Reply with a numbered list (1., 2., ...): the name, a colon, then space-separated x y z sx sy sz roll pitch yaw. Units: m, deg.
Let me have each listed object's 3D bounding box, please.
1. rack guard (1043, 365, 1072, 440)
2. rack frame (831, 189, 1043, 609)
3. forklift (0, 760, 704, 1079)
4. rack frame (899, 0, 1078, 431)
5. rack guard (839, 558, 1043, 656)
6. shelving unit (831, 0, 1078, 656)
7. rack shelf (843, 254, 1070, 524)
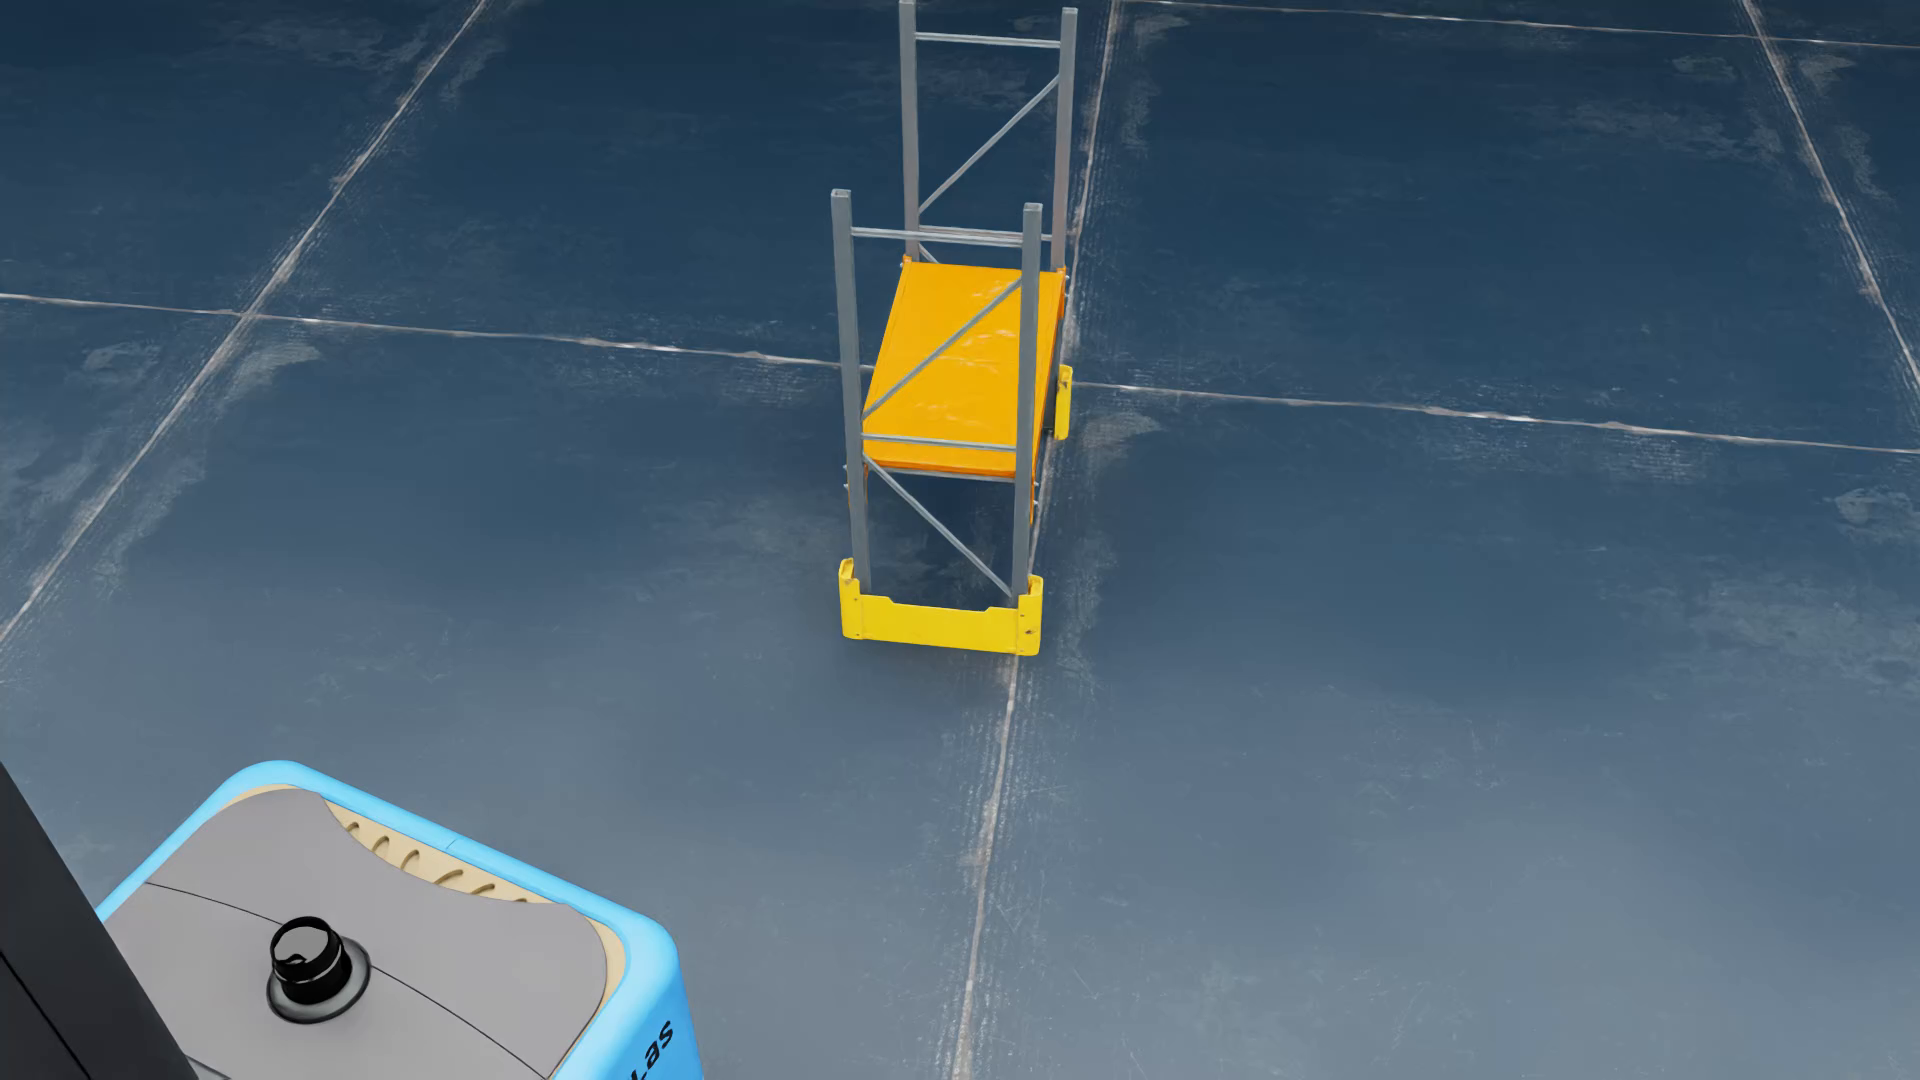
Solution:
1. rack guard: 0.076 -0.482 5.577 0.587 0.250 0.087 5 44 6
2. rack frame: -0.056 -0.256 4.430 0.500 1.500 0.032 5 44 6
3. forklift: -1.584 1.182 1.870 1.130 2.935 3.031 18 46 18
4. rack frame: 0.078 -0.949 5.162 0.500 1.500 0.032 5 44 6
5. rack guard: -0.056 0.197 4.860 0.587 0.250 0.087 5 44 6
6. shelving unit: 0.010 -0.597 4.789 0.587 1.500 1.083 5 44 6
7. rack shelf: 0.011 -0.472 4.919 0.538 0.185 1.000 5 44 6
